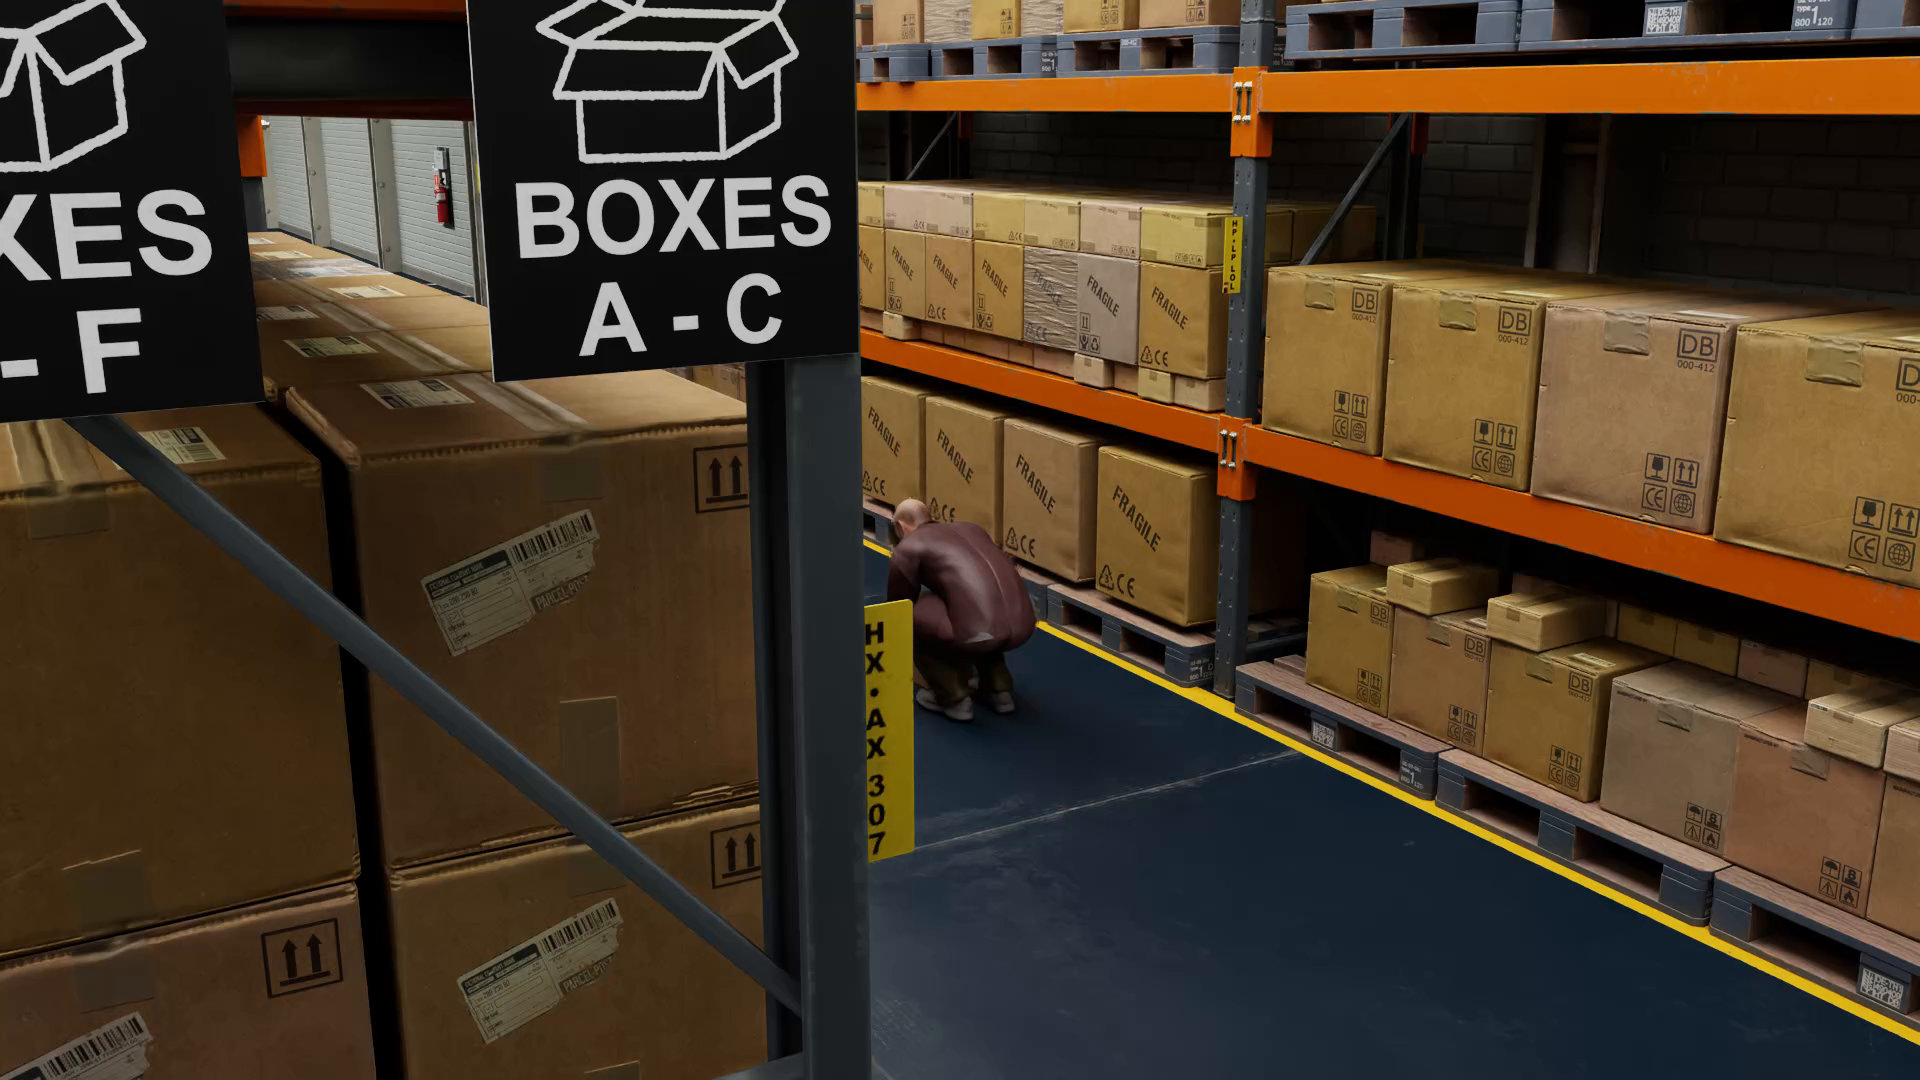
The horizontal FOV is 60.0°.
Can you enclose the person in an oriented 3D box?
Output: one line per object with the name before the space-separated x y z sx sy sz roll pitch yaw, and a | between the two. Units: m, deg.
person | -0.014 0.322 7.572 0.590 0.890 0.872 -8 17 -29
